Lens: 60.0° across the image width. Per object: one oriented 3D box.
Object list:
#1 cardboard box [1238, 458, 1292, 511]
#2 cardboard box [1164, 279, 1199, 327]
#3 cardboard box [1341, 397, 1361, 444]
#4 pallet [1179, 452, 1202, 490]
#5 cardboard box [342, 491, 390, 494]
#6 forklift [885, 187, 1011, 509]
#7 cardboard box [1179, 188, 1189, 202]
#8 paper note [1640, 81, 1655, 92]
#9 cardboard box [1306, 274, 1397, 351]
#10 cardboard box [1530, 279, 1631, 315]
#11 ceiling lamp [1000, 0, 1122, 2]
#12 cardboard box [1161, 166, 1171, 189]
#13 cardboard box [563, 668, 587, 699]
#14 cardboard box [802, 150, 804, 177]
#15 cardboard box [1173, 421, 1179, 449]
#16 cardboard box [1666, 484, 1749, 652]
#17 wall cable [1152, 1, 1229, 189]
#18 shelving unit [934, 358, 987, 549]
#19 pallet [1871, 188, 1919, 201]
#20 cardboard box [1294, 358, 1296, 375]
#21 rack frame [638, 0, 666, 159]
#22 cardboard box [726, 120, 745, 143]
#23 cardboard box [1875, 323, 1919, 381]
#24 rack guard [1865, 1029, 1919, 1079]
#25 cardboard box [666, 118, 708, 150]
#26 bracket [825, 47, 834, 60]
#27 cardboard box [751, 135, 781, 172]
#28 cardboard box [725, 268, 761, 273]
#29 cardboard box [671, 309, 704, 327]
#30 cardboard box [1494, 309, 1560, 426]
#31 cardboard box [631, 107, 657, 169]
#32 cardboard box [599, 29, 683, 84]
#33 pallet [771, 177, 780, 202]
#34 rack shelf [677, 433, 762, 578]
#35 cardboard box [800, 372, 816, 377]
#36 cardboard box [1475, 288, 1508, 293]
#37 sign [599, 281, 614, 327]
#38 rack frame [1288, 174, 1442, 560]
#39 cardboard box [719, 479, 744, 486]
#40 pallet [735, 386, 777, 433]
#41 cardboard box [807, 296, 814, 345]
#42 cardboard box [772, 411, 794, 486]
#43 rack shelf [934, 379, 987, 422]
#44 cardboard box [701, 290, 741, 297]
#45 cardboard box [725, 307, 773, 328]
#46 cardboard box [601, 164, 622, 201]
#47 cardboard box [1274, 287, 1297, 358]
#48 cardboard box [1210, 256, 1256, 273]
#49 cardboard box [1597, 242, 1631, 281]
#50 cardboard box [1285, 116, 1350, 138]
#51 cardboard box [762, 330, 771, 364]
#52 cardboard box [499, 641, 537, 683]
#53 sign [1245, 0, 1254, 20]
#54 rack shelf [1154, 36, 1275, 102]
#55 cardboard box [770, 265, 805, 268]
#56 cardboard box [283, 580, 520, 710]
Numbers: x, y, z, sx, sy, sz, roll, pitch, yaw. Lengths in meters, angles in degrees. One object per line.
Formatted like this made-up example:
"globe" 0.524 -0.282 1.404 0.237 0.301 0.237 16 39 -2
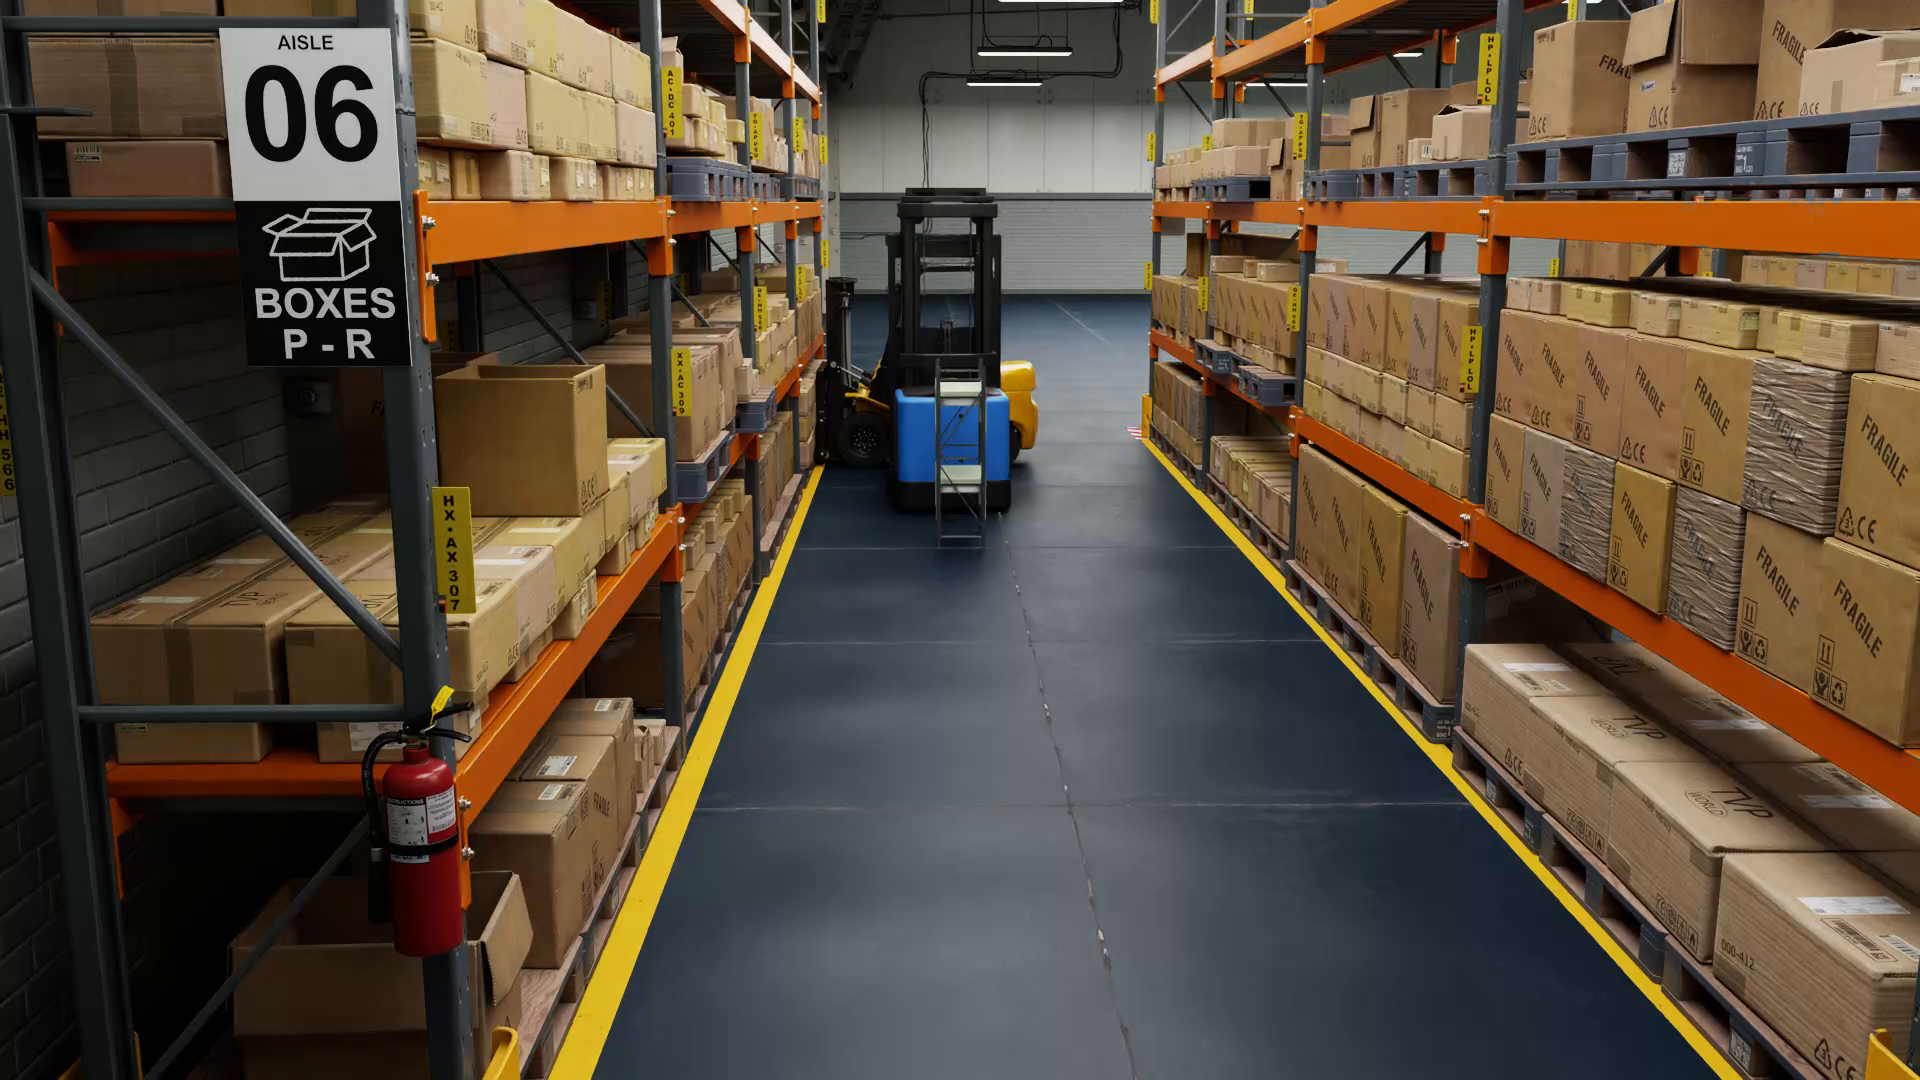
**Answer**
"cardboard box" 2.939 -0.485 14.458 0.950 0.372 0.625 0 11 1
"cardboard box" 2.566 -2.643 18.541 0.500 0.500 0.500 0 11 -2
"cardboard box" 2.765 -0.779 10.732 0.500 0.250 0.500 0 11 1
"pallet" 2.842 -0.719 17.072 1.003 0.211 1.213 0 11 -1
"cardboard box" -2.140 -0.111 6.693 0.500 0.250 0.500 0 11 0
"forklift" -0.167 -1.963 16.365 1.130 2.935 3.031 -1 12 -4
"cardboard box" 2.567 -3.718 17.929 0.380 0.149 0.250 -1 11 -3
"paper note" 2.514 -1.660 6.086 0.006 0.032 0.123 0 11 -1
"cardboard box" 2.739 -1.597 11.621 0.500 0.500 0.500 -1 11 -3
"cardboard box" 2.825 -1.104 7.560 0.380 0.149 0.250 0 11 0
"ceiling lamp" 1.553 -9.891 25.497 2.000 3.185 0.800 0 11 -1
"cardboard box" 2.553 -4.088 18.752 0.500 0.250 0.500 0 11 -2
"cardboard box" -2.212 0.582 8.877 0.500 0.500 0.500 0 11 -1
"cardboard box" -1.799 -3.886 17.157 0.396 0.266 0.258 -1 11 -2
"cardboard box" 2.583 -1.134 17.963 0.500 0.250 0.500 0 11 0
"cardboard box" 2.849 0.087 5.833 0.500 0.500 0.500 0 11 0
"wall cable" 7.092 -13.781 50.802 2.305 6.003 0.169 0 11 -1
"shelving unit" 0.000 -0.736 13.917 0.431 1.500 0.755 0 11 -1
"pallet" 7.854 -2.703 12.768 1.213 0.211 1.003 0 11 1
"cardboard box" 2.732 -1.304 12.518 0.380 0.149 0.250 0 11 1
"rack frame" -1.906 -3.281 7.598 1.000 3.000 0.127 0 11 -1
"cardboard box" -1.686 -2.807 11.431 0.380 0.149 0.250 0 11 1
"cardboard box" 2.902 -0.545 4.802 0.380 0.149 0.250 0 11 0
"rack guard" 3.139 1.663 4.605 1.175 0.500 0.348 0 11 -1
"cardboard box" -1.485 -2.055 8.425 0.380 0.149 0.250 0 11 -1
"bracket" -3.120 -11.466 38.890 0.076 0.066 4.783 0 11 -1
"cardboard box" -1.797 -3.317 14.236 0.500 0.311 0.500 -1 11 -3
"cardboard box" -2.357 -2.864 17.999 0.380 0.149 0.250 0 11 -1
"cardboard box" -2.262 -1.771 13.360 0.380 0.149 0.250 0 11 -1
"cardboard box" 2.824 -0.805 7.718 0.500 0.500 0.500 0 11 -1
"cardboard box" -1.646 -1.788 7.414 0.500 0.250 0.500 0 11 -1
"cardboard box" -1.563 -2.353 8.101 0.396 0.266 0.258 0 11 -2
"pallet" -2.040 -3.132 14.890 0.805 0.209 1.217 -1 11 -3
"rack shelf" -1.948 -0.386 10.226 1.077 0.370 4.000 0 11 -1
"cardboard box" -1.793 -1.682 18.149 0.500 0.250 0.500 0 11 -2
"cardboard box" 3.289 -1.190 9.616 0.500 0.500 0.500 -1 11 -3
"sign" -2.544 -1.700 11.985 0.100 0.325 0.005 0 11 -1
"rack frame" 2.974 -1.157 12.218 1.000 3.000 0.127 0 11 -1
"cardboard box" -1.725 -0.337 11.778 0.380 0.149 0.250 -1 11 -4
"pallet" -1.905 -0.907 11.470 1.213 0.211 1.003 0 11 -1
"cardboard box" -1.848 -2.374 17.963 0.500 0.500 0.500 0 11 -1
"cardboard box" -2.050 -0.869 15.717 0.875 0.625 0.625 0 11 1
"rack shelf" 0.000 -1.119 13.839 0.431 0.370 0.720 0 11 -1
"cardboard box" -2.335 -2.361 16.269 0.380 0.149 0.250 0 11 -1
"cardboard box" -1.738 -1.824 13.622 0.380 0.149 0.250 0 11 0
"cardboard box" -1.604 -1.467 6.831 0.380 0.149 0.250 0 11 -1
"cardboard box" 2.686 -1.647 12.577 0.500 0.500 0.500 -1 11 -3
"cardboard box" 2.547 -2.576 15.524 0.380 0.149 0.250 0 11 -1
"cardboard box" 7.703 -3.096 18.681 0.875 0.550 0.550 0 11 -1
"cardboard box" 3.073 -3.482 14.198 0.500 0.250 0.500 0 11 0
"cardboard box" -1.763 -1.496 13.010 0.500 0.250 0.500 0 11 1
"cardboard box" -1.592 0.358 5.382 0.380 0.149 0.250 0 11 1
"sign" 3.364 -6.221 19.343 0.100 0.325 0.005 0 11 -1
"rack shelf" 2.850 -4.936 17.573 1.077 0.370 4.000 0 11 -1
"cardboard box" -1.937 -3.018 18.760 0.380 0.149 0.250 0 11 -1
"cardboard box" -1.564 0.291 4.711 0.500 0.250 0.500 0 11 -1
